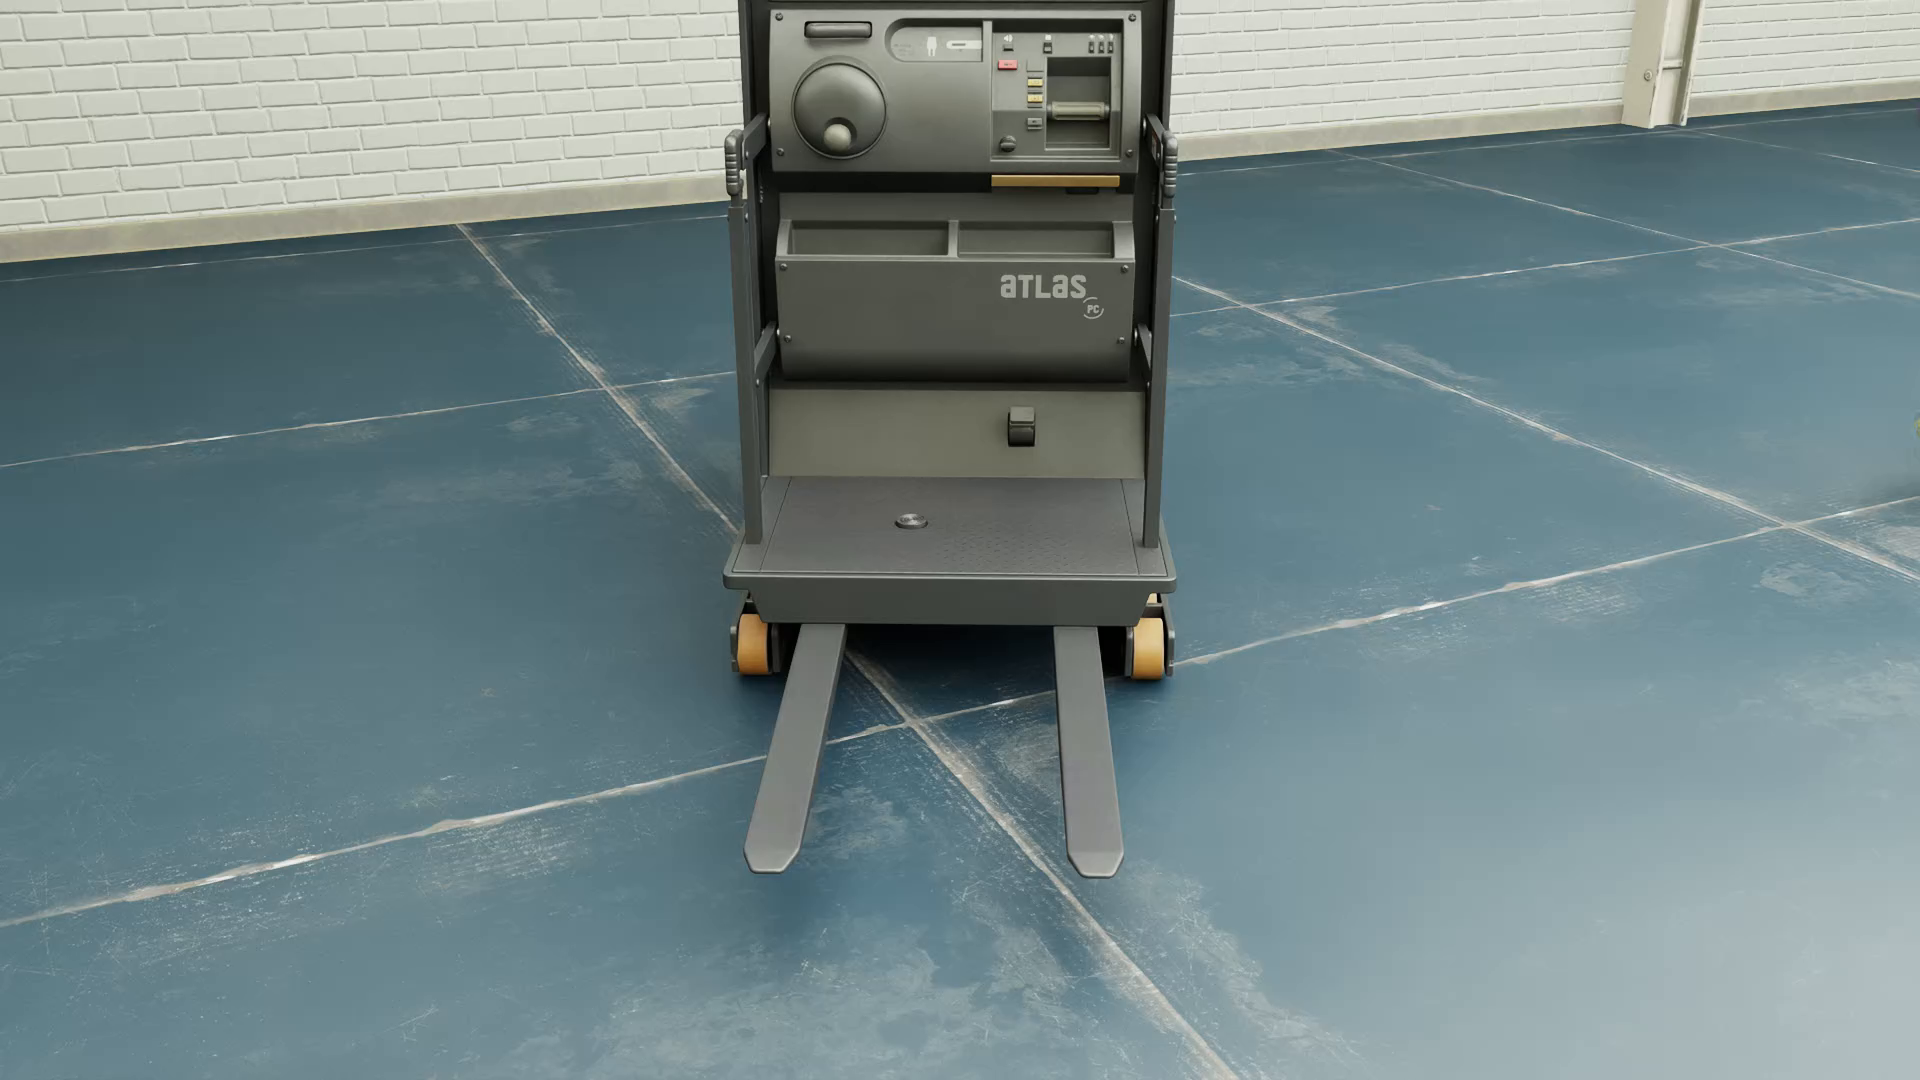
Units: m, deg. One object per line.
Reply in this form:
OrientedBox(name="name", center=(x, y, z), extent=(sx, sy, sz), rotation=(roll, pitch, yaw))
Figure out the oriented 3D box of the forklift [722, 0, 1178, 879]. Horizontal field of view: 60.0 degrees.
OrientedBox(name="forklift", center=(-0.015, -1.116, 3.973), extent=(1.130, 2.935, 3.031), rotation=(1, 23, 1))
